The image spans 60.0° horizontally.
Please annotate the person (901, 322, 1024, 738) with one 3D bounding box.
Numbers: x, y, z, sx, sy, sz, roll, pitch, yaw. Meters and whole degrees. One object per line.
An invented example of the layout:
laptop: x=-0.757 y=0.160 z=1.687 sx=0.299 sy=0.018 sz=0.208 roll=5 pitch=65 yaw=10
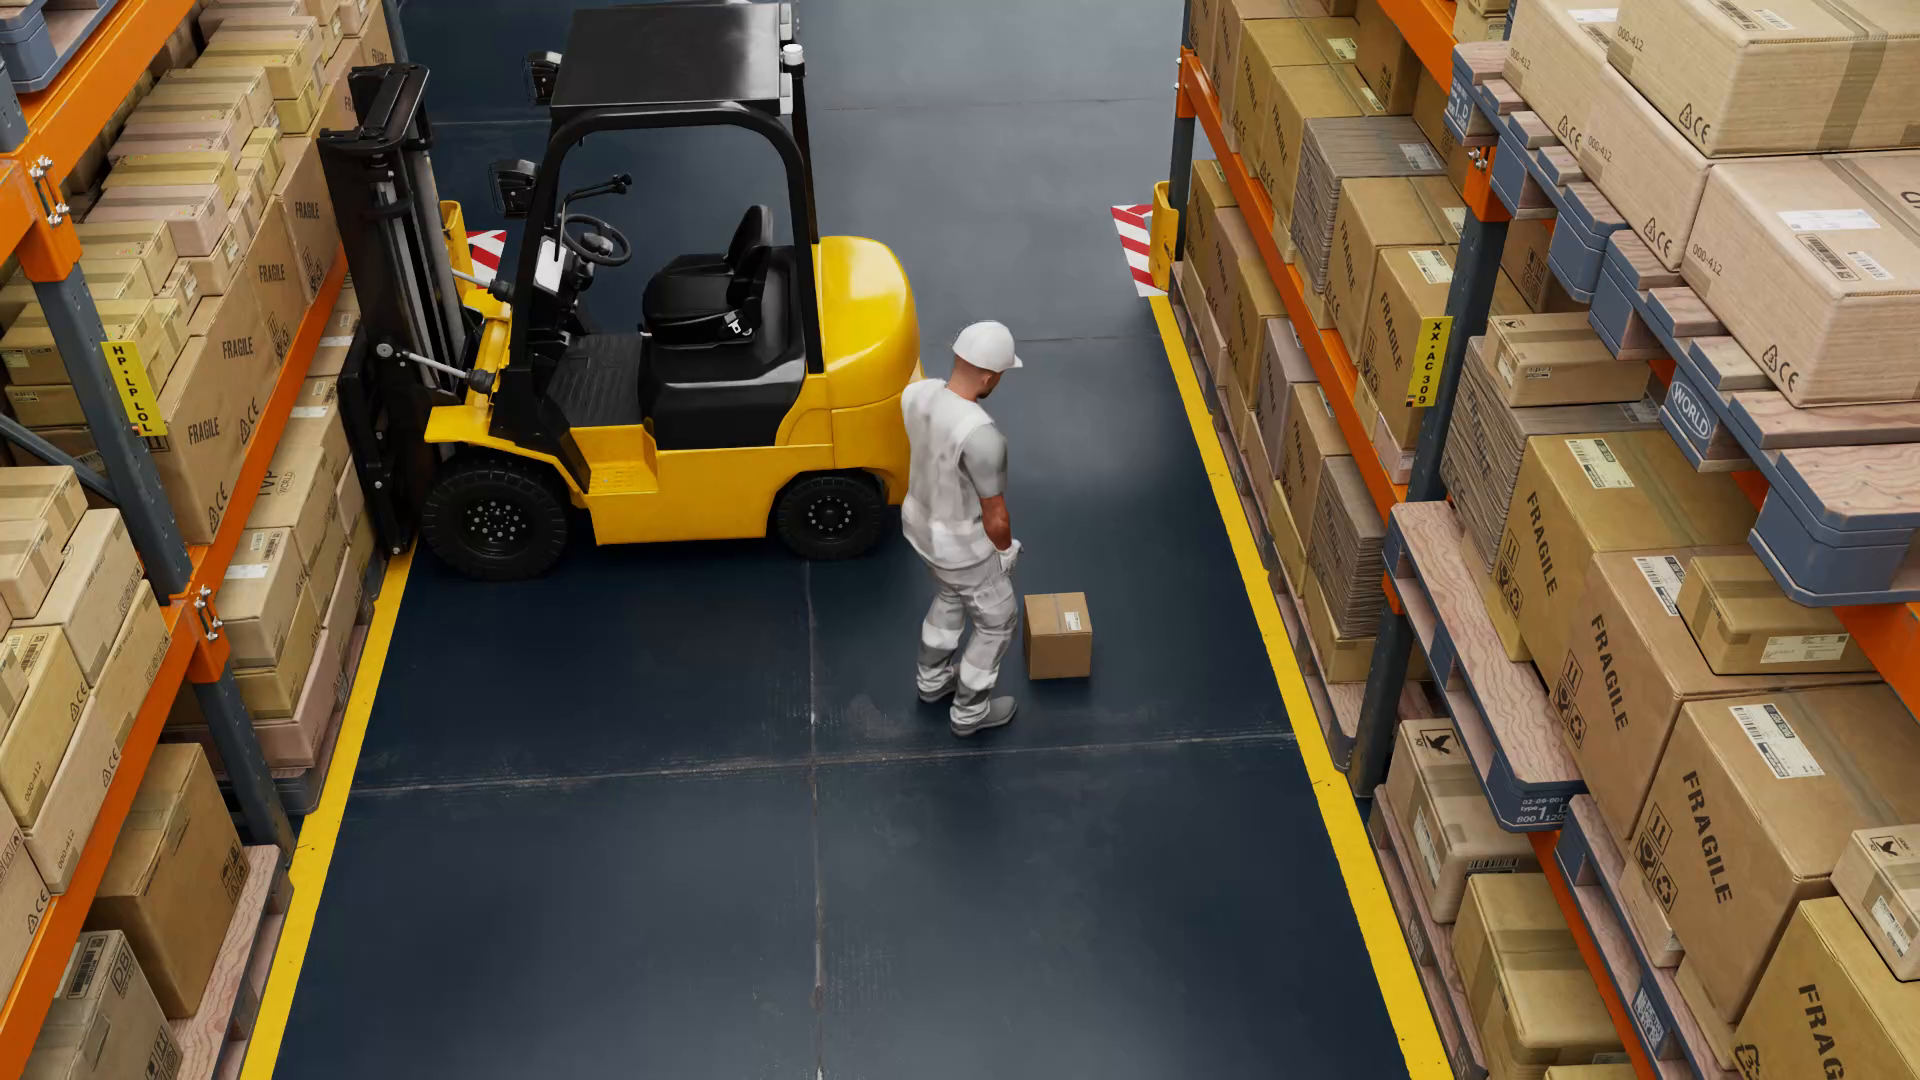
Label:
person: x=0.017 y=-0.037 z=6.226 sx=0.459 sy=1.735 sz=0.544 roll=-22 pitch=44 yaw=-25
